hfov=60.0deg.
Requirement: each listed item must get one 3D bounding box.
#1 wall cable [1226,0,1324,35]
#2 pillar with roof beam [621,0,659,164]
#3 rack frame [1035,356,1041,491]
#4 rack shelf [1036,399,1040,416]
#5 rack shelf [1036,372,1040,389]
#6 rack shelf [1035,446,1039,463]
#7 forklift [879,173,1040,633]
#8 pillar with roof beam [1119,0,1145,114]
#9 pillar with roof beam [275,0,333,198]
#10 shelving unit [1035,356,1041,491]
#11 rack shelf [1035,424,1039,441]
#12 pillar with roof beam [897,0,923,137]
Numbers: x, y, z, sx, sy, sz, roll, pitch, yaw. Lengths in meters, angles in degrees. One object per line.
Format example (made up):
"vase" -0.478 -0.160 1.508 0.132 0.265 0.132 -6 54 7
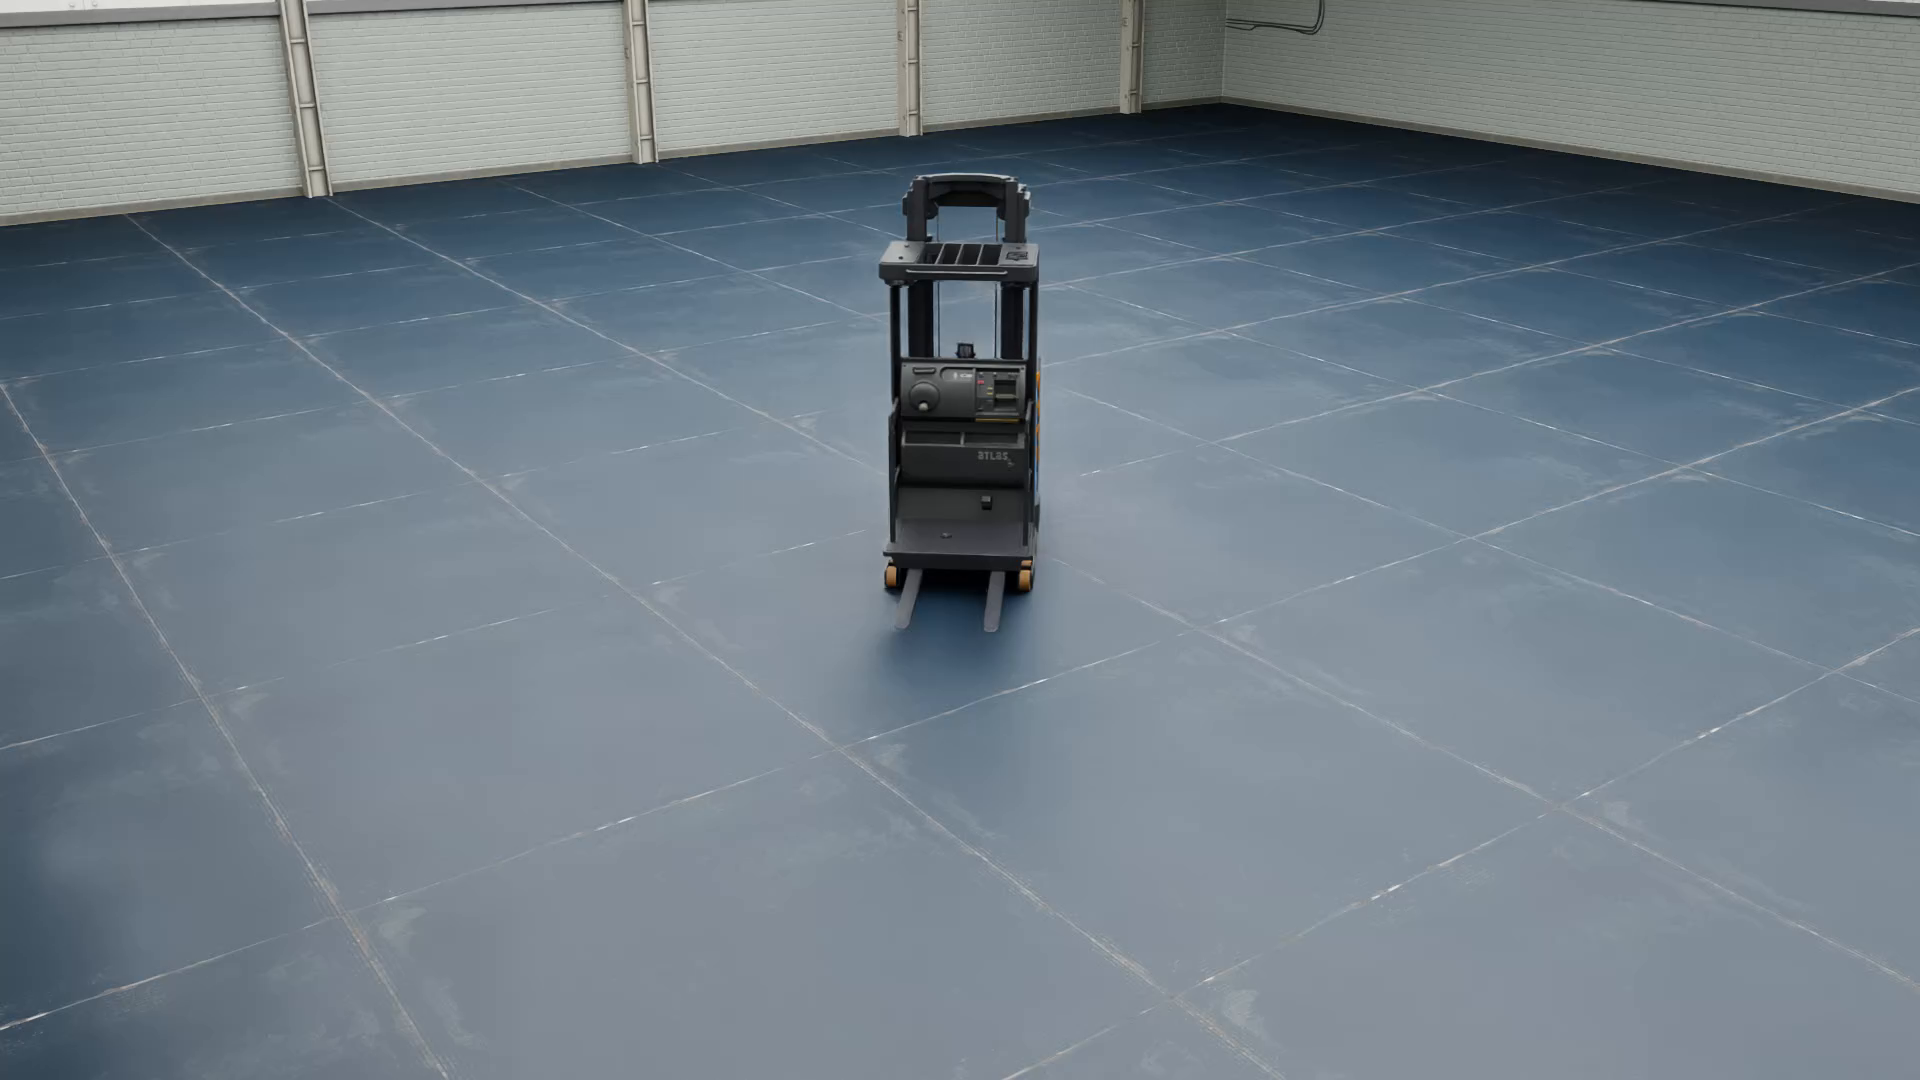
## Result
"wall cable" 7.014 -12.654 37.156 0.112 2.526 3.097 -15 26 -33
"pillar with roof beam" -3.376 -9.964 26.224 0.400 9.000 9.100 -15 26 -33
"rack frame" 0.595 -1.021 14.336 0.015 1.200 0.240 -20 29 -40
"rack shelf" 0.420 -1.103 14.120 0.480 0.148 0.258 -20 29 -40
"rack shelf" 0.420 -1.323 14.032 0.480 0.148 0.258 -20 29 -40
"rack shelf" 0.420 -0.711 14.276 0.480 0.148 0.258 -20 29 -40
"forklift" 0.011 -1.103 12.205 1.130 2.935 3.031 2 22 4
"pillar with roof beam" 6.365 -12.561 32.733 0.400 9.000 9.100 -15 26 -33
"pillar with roof beam" -8.246 -8.665 22.970 0.400 9.000 9.100 -15 26 -33
"shelving unit" 0.420 -0.958 14.178 0.503 1.200 0.258 -20 29 -40
"rack shelf" 0.420 -0.895 14.203 0.480 0.148 0.258 -20 29 -40
"pillar with roof beam" 1.494 -11.263 29.479 0.400 9.000 9.100 -15 26 -33
